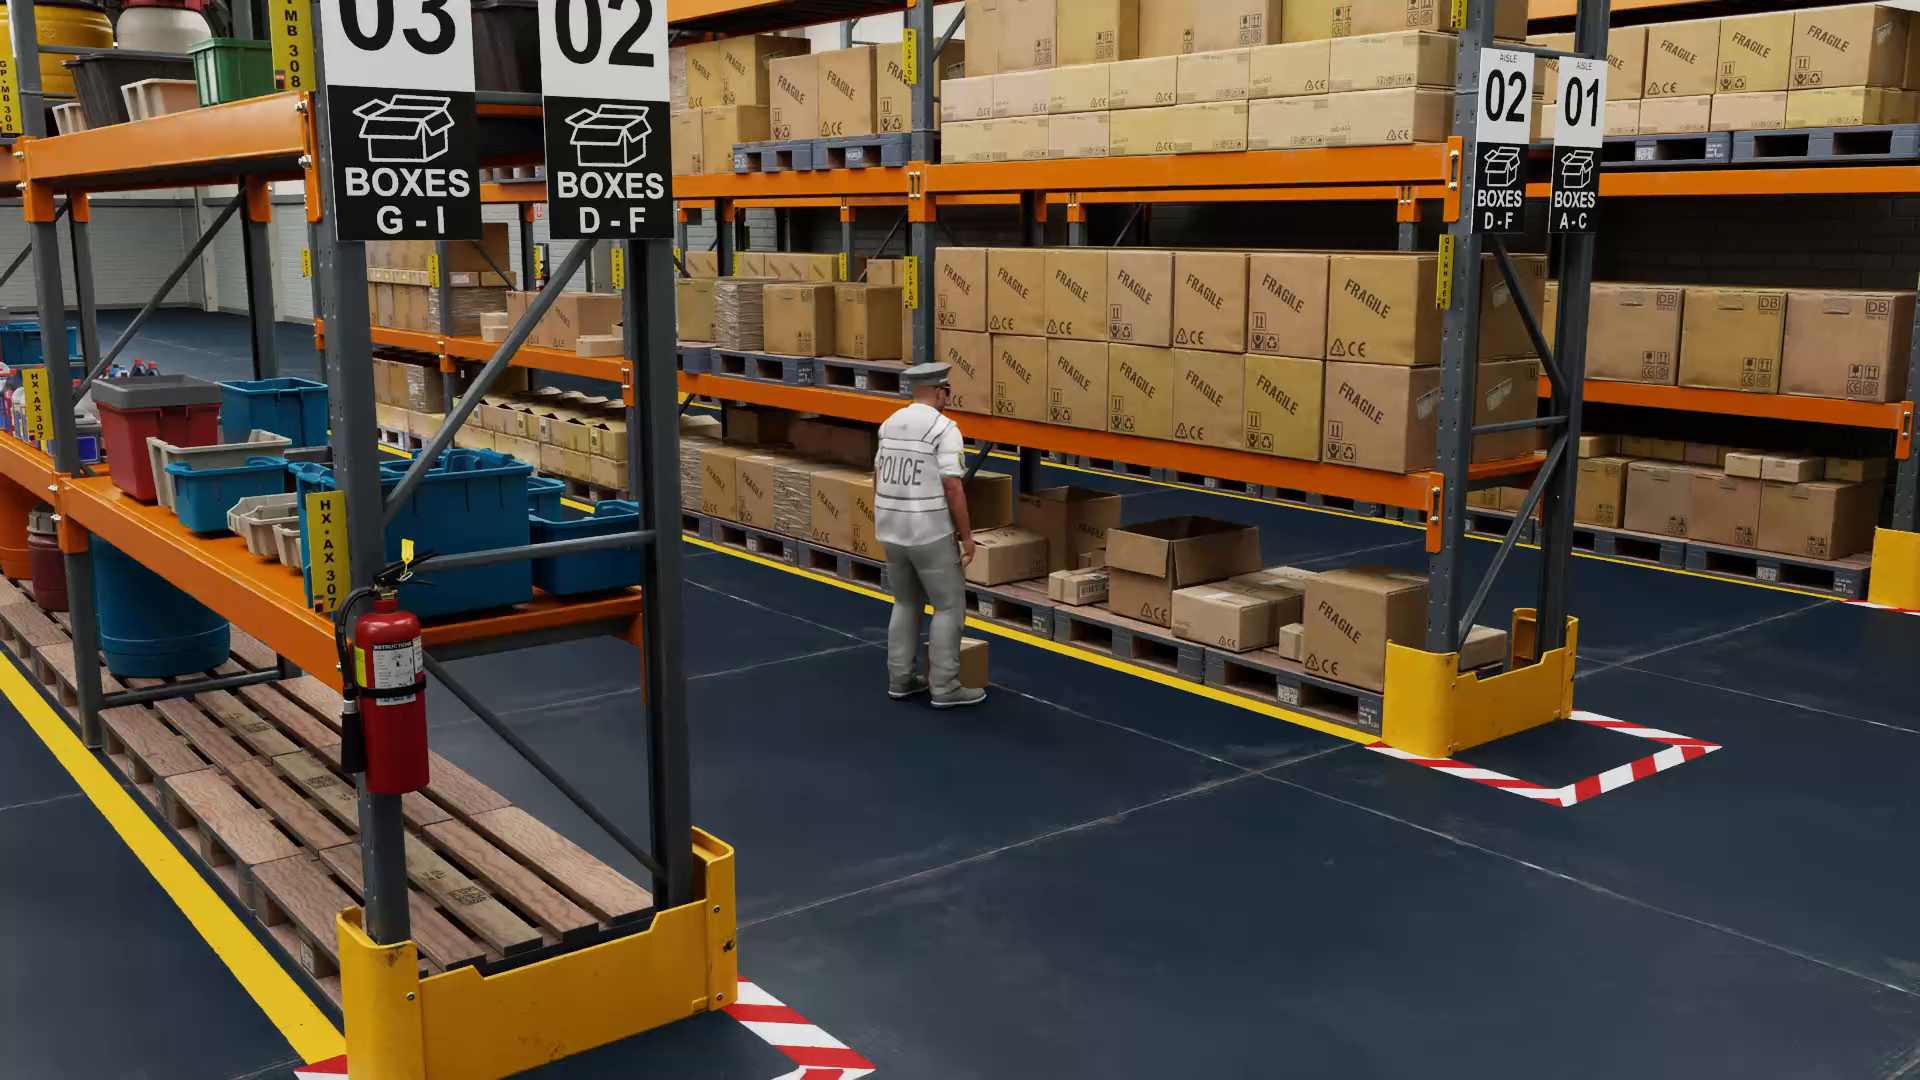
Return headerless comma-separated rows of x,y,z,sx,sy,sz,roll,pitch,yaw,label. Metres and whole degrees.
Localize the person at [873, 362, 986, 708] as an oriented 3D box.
-0.197,-0.028,8.554,0.595,1.748,0.433,9,14,39,person
